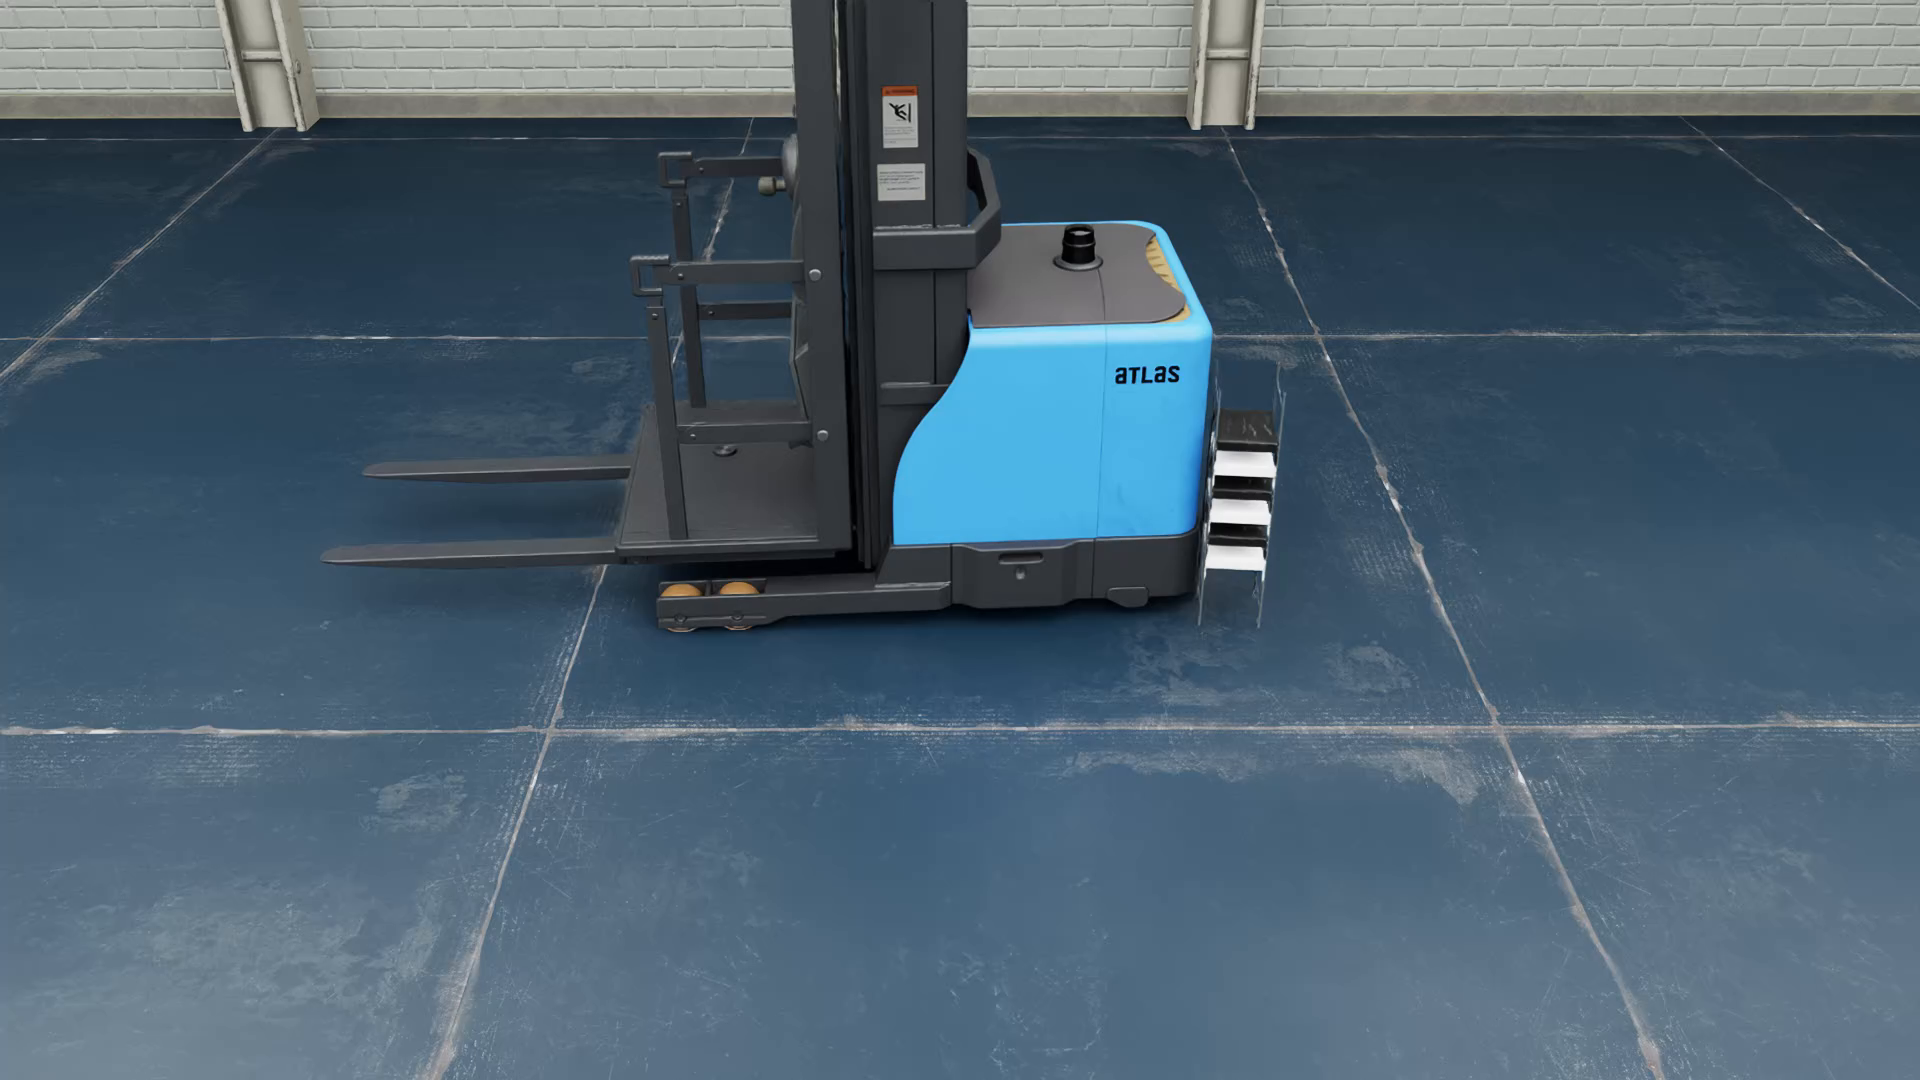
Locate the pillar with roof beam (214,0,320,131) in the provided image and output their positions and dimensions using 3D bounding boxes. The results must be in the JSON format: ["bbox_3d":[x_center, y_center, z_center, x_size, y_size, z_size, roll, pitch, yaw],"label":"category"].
[{"bbox_3d":[-4.308,-4.278,4.626,0.400,9.000,9.100,0,31,0],"label":"pillar with roof beam"}]

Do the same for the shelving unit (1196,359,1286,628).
[{"bbox_3d":[0.941,-0.146,5.623,0.210,0.900,0.258,2,31,4],"label":"shelving unit"}]

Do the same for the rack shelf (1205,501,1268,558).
[{"bbox_3d":[0.941,-0.041,5.687,0.200,0.077,0.258,2,31,4],"label":"rack shelf"}]

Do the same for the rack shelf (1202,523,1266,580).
[{"bbox_3d":[0.941,0.036,5.734,0.200,0.077,0.258,2,31,4],"label":"rack shelf"}]

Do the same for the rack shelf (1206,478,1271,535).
[{"bbox_3d":[0.941,-0.118,5.640,0.200,0.077,0.258,2,31,4],"label":"rack shelf"}]

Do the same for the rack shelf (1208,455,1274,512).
[{"bbox_3d":[0.941,-0.195,5.594,0.200,0.077,0.258,2,31,4],"label":"rack shelf"}]

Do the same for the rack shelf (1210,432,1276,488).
[{"bbox_3d":[0.941,-0.271,5.547,0.200,0.077,0.258,2,31,4],"label":"rack shelf"}]

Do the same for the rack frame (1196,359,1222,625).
[{"bbox_3d":[0.839,-0.151,5.630,0.006,0.900,0.240,2,31,4],"label":"rack frame"}]

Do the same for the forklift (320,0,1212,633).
[{"bbox_3d":[-0.711,-1.218,5.432,3.031,2.935,1.130,-2,31,-3],"label":"forklift"}]

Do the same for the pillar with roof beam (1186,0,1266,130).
[{"bbox_3d":[1.692,-4.297,4.657,0.400,9.000,9.100,0,31,0],"label":"pillar with roof beam"}]

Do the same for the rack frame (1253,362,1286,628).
[{"bbox_3d":[1.042,-0.142,5.616,0.006,0.900,0.240,2,31,4],"label":"rack frame"}]

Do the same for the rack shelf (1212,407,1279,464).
[{"bbox_3d":[0.941,-0.348,5.500,0.200,0.077,0.258,2,31,4],"label":"rack shelf"}]
